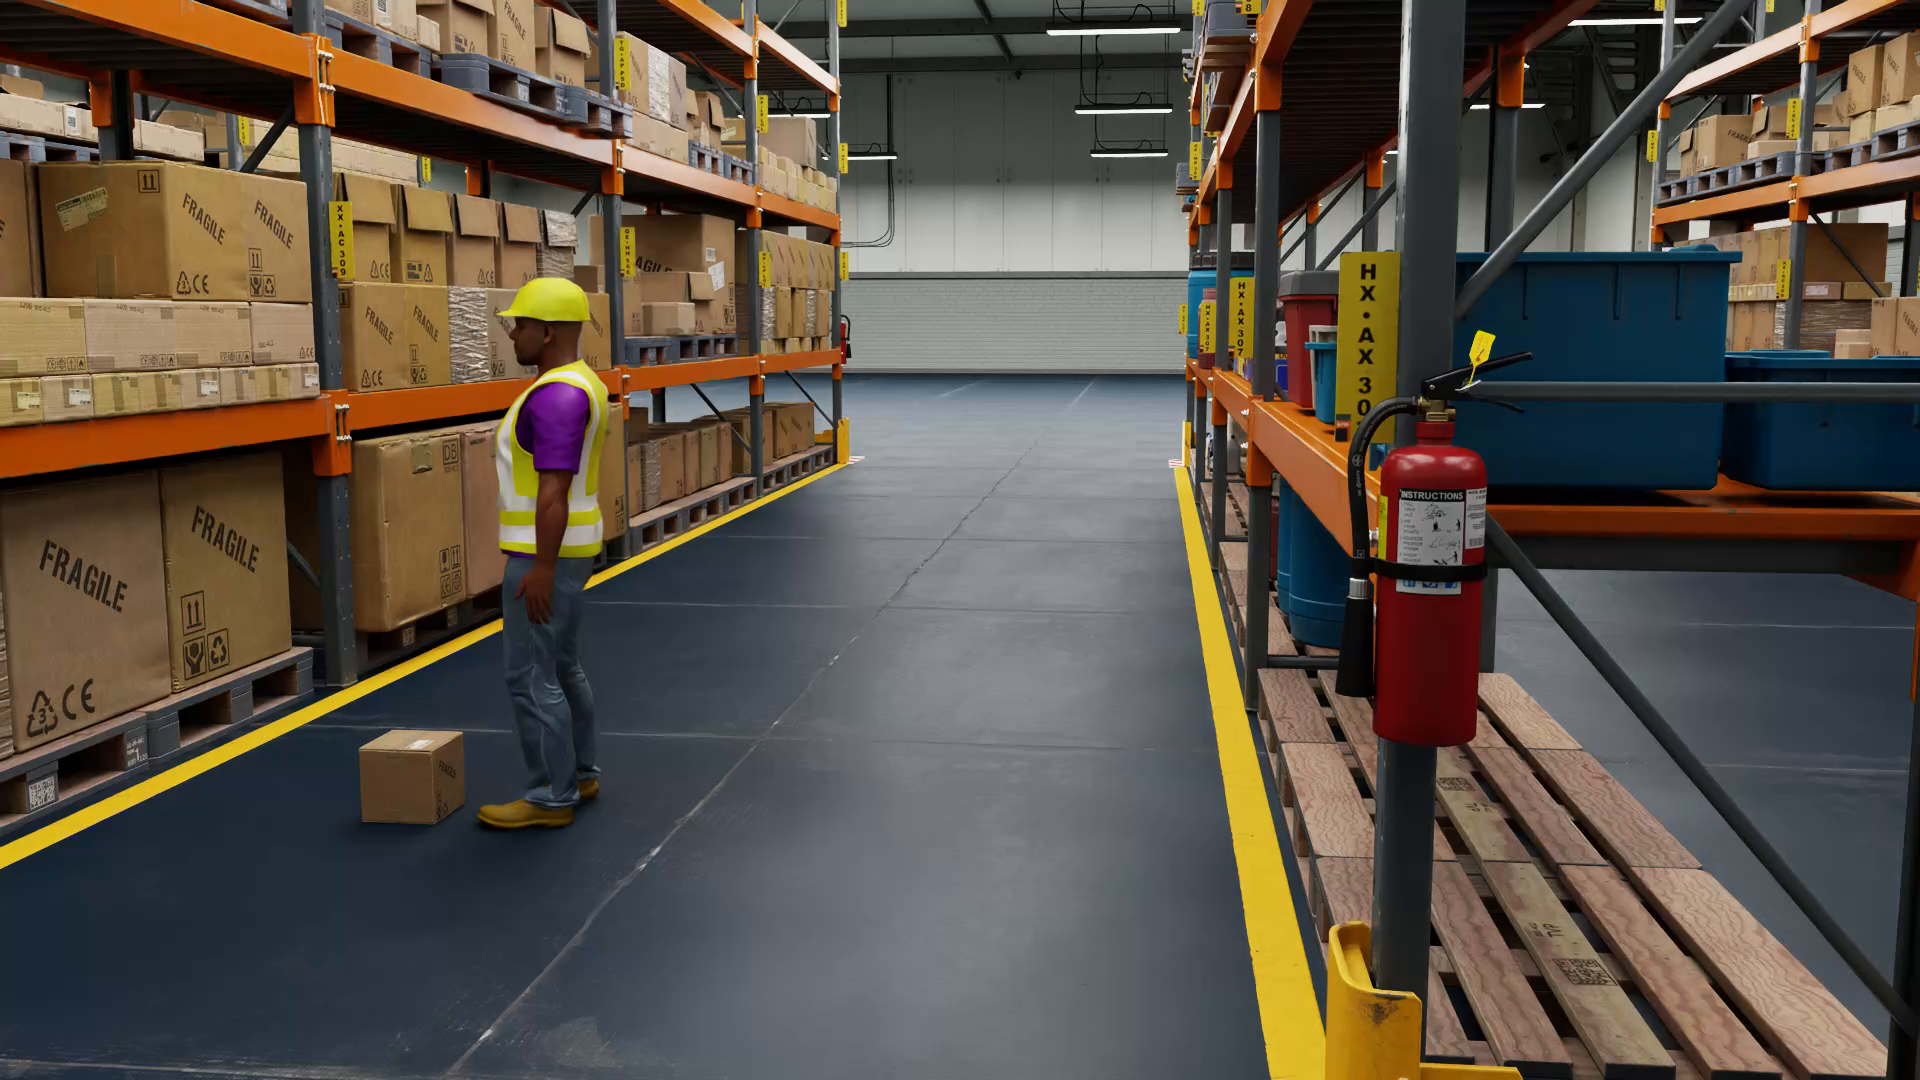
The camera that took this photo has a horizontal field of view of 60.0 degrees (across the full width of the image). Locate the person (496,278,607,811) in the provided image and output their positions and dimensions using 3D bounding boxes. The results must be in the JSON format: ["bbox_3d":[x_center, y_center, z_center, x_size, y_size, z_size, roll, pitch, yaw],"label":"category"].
[{"bbox_3d":[-1.306,0.015,5.366,0.337,1.703,0.592,-1,8,-5],"label":"person"}]
